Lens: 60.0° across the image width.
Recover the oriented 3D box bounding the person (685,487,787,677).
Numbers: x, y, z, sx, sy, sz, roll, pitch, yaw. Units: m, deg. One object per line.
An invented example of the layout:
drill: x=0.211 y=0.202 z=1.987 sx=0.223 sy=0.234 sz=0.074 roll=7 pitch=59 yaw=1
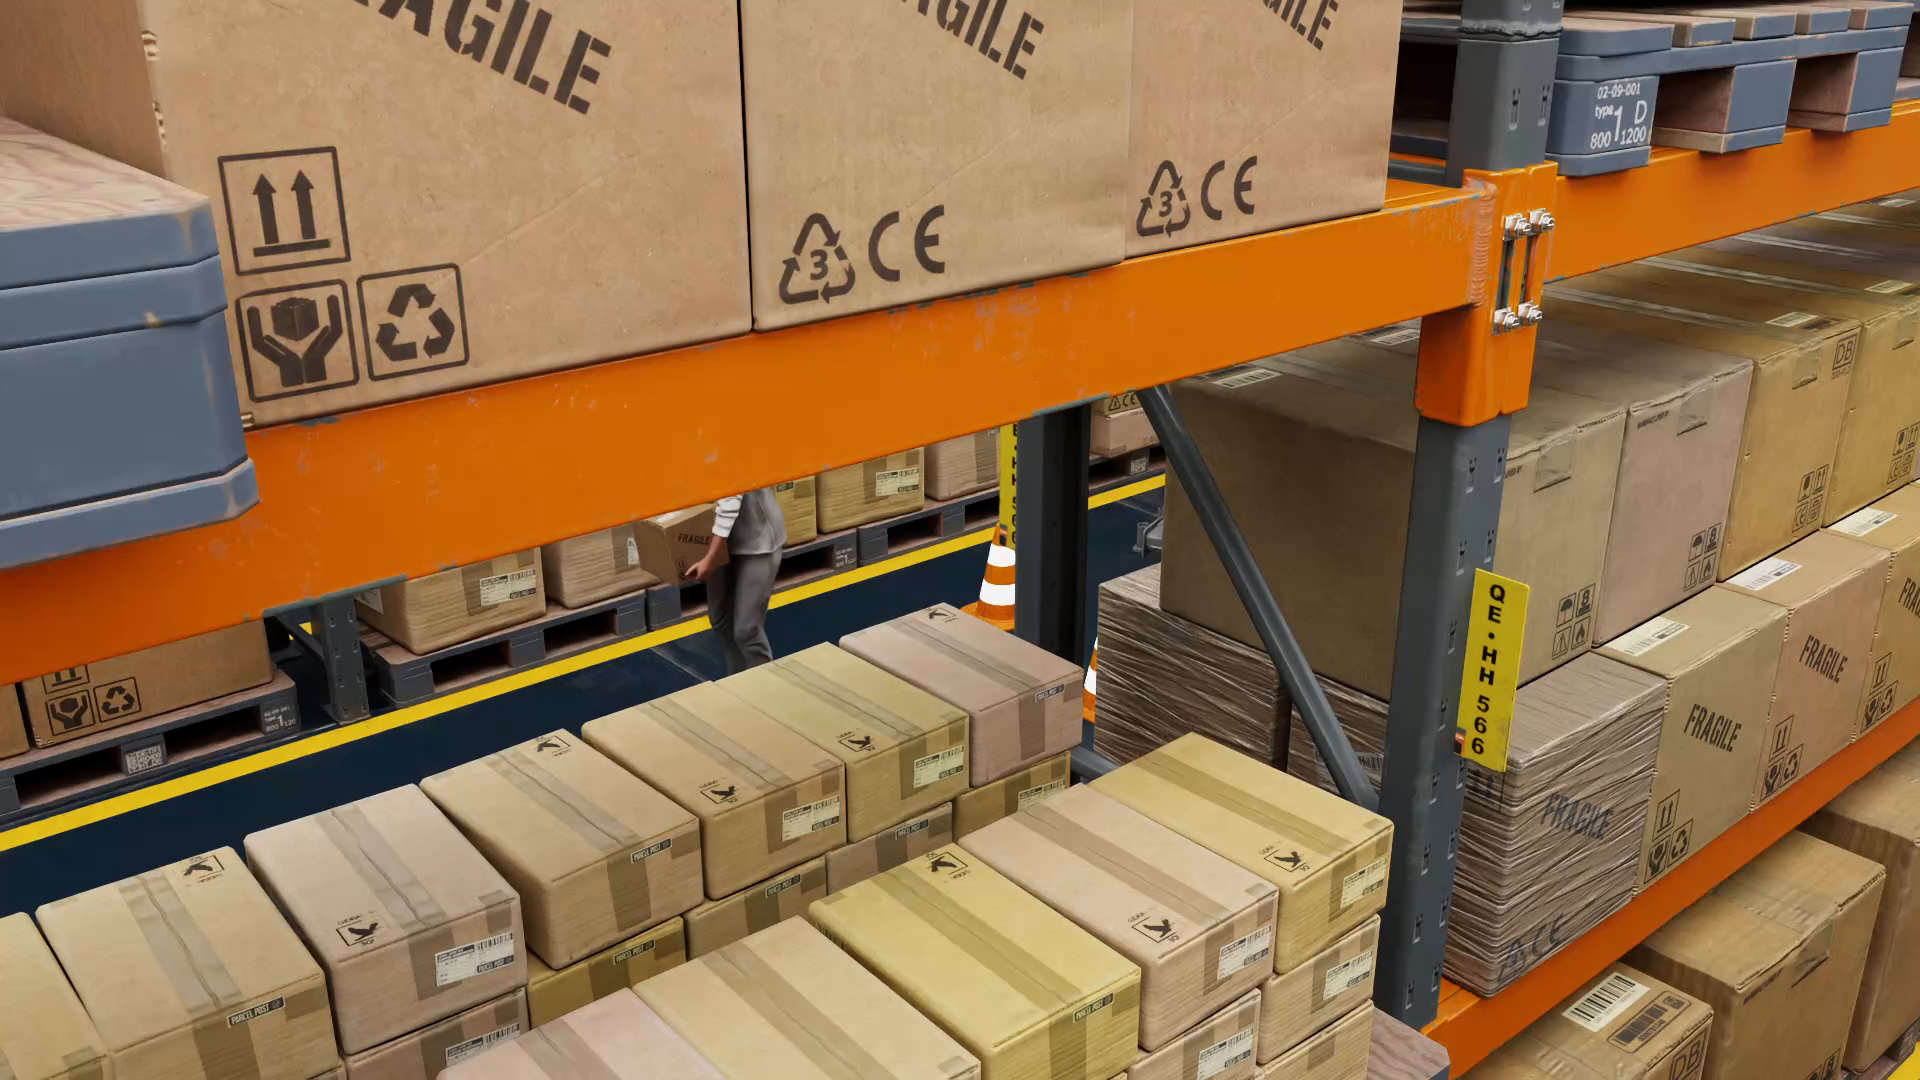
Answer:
person: x=-0.922 y=0.049 z=6.484 sx=0.513 sy=1.594 sz=0.374 roll=-18 pitch=28 yaw=-38
